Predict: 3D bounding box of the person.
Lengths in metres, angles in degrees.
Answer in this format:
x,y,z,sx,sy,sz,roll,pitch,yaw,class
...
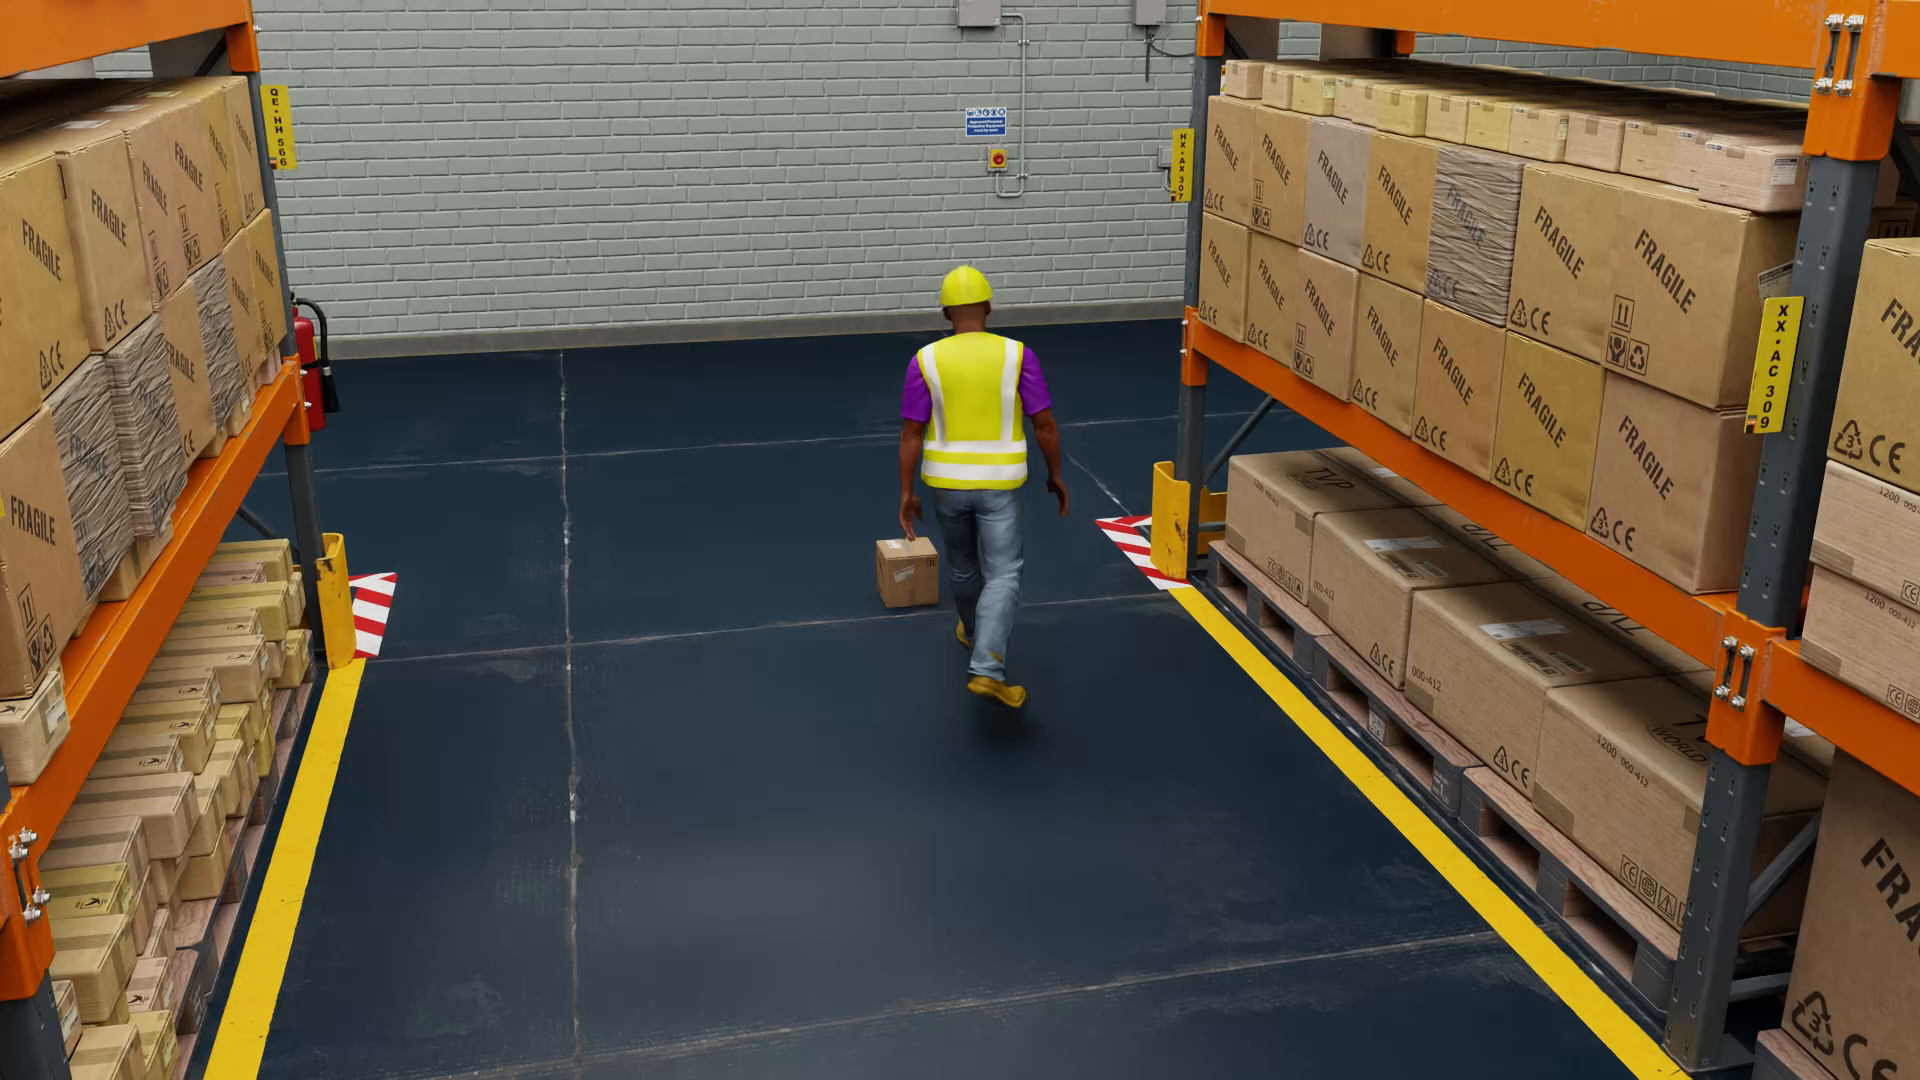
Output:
x,y,z,sx,sy,sz,roll,pitch,yaw,class
0.099,-0.224,6.689,0.682,1.727,1.029,1,20,2,person
